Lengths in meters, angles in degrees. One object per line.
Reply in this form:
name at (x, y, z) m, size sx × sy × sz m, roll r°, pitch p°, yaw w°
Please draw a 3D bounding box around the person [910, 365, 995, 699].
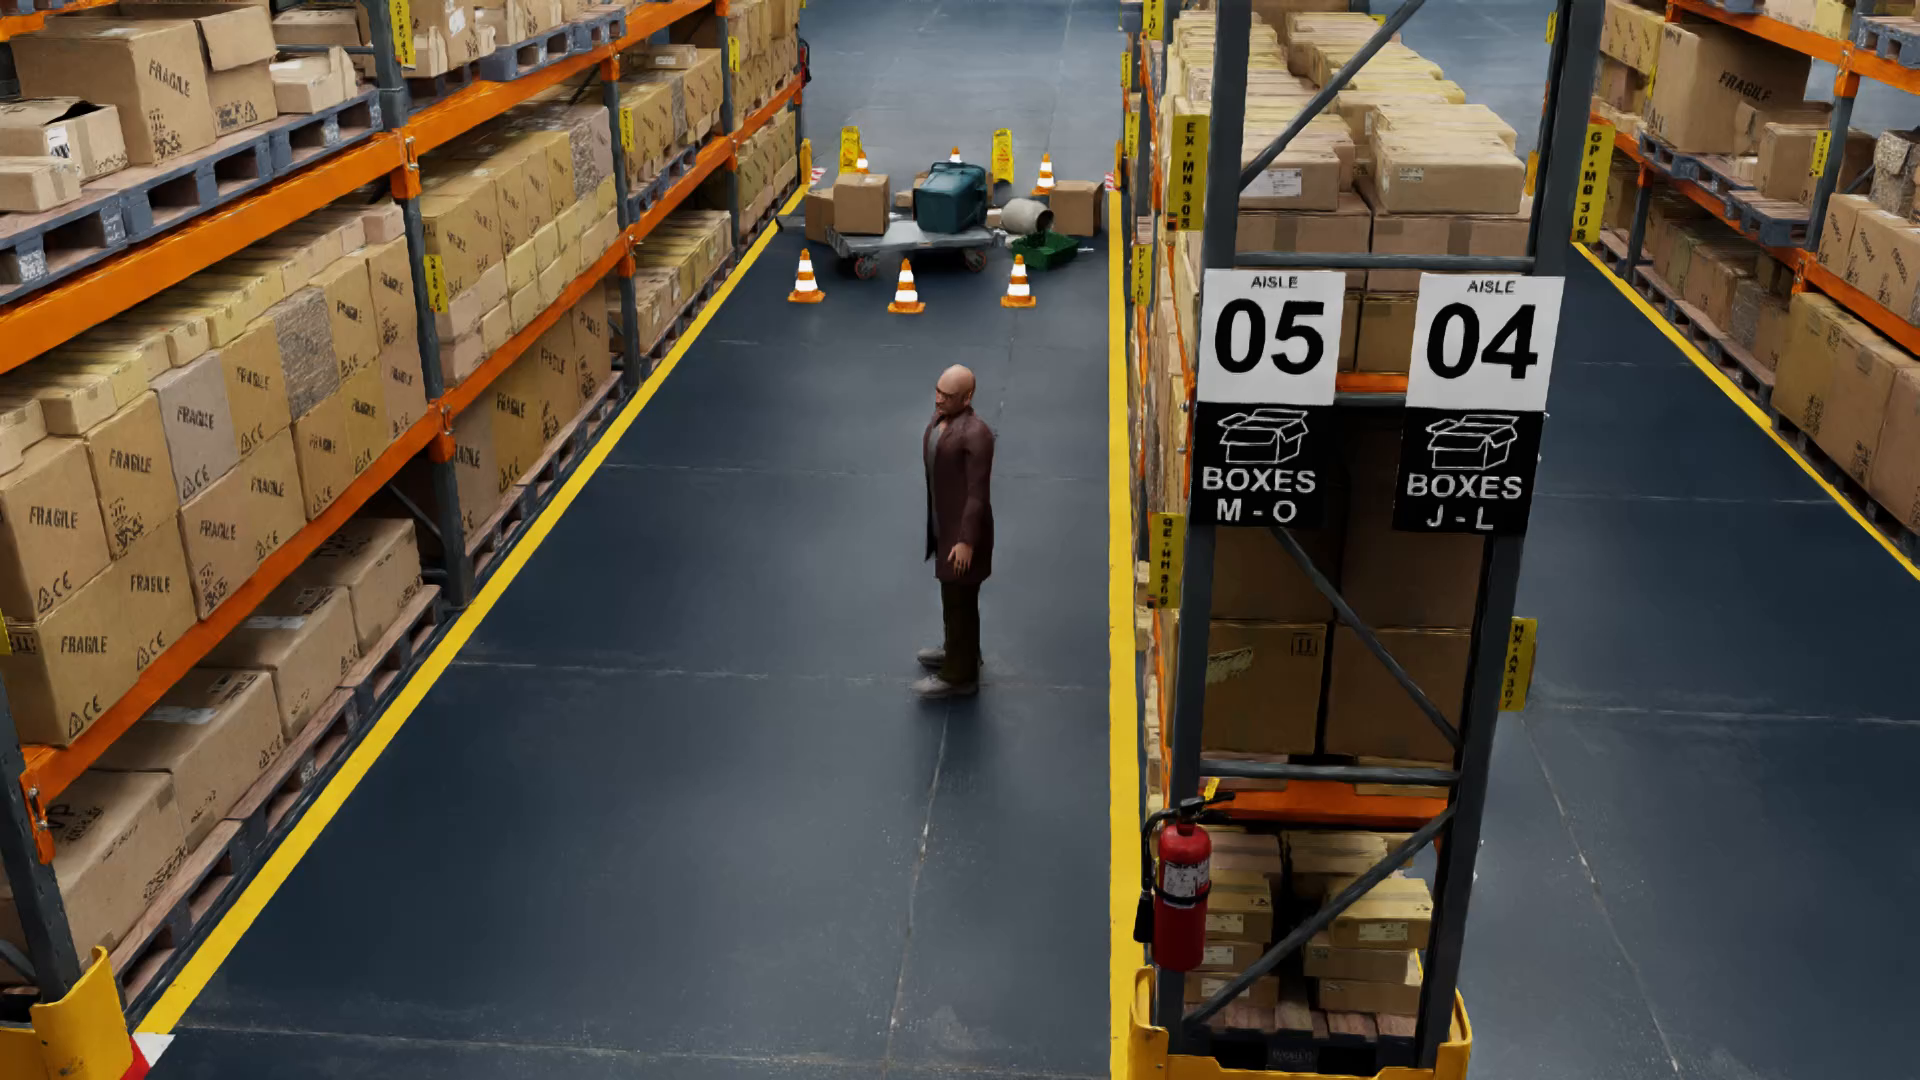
person at (-0.075, -0.045, 8.644) m, size 0.517 × 1.790 × 0.650 m, roll -10°, pitch 26°, yaw -21°
